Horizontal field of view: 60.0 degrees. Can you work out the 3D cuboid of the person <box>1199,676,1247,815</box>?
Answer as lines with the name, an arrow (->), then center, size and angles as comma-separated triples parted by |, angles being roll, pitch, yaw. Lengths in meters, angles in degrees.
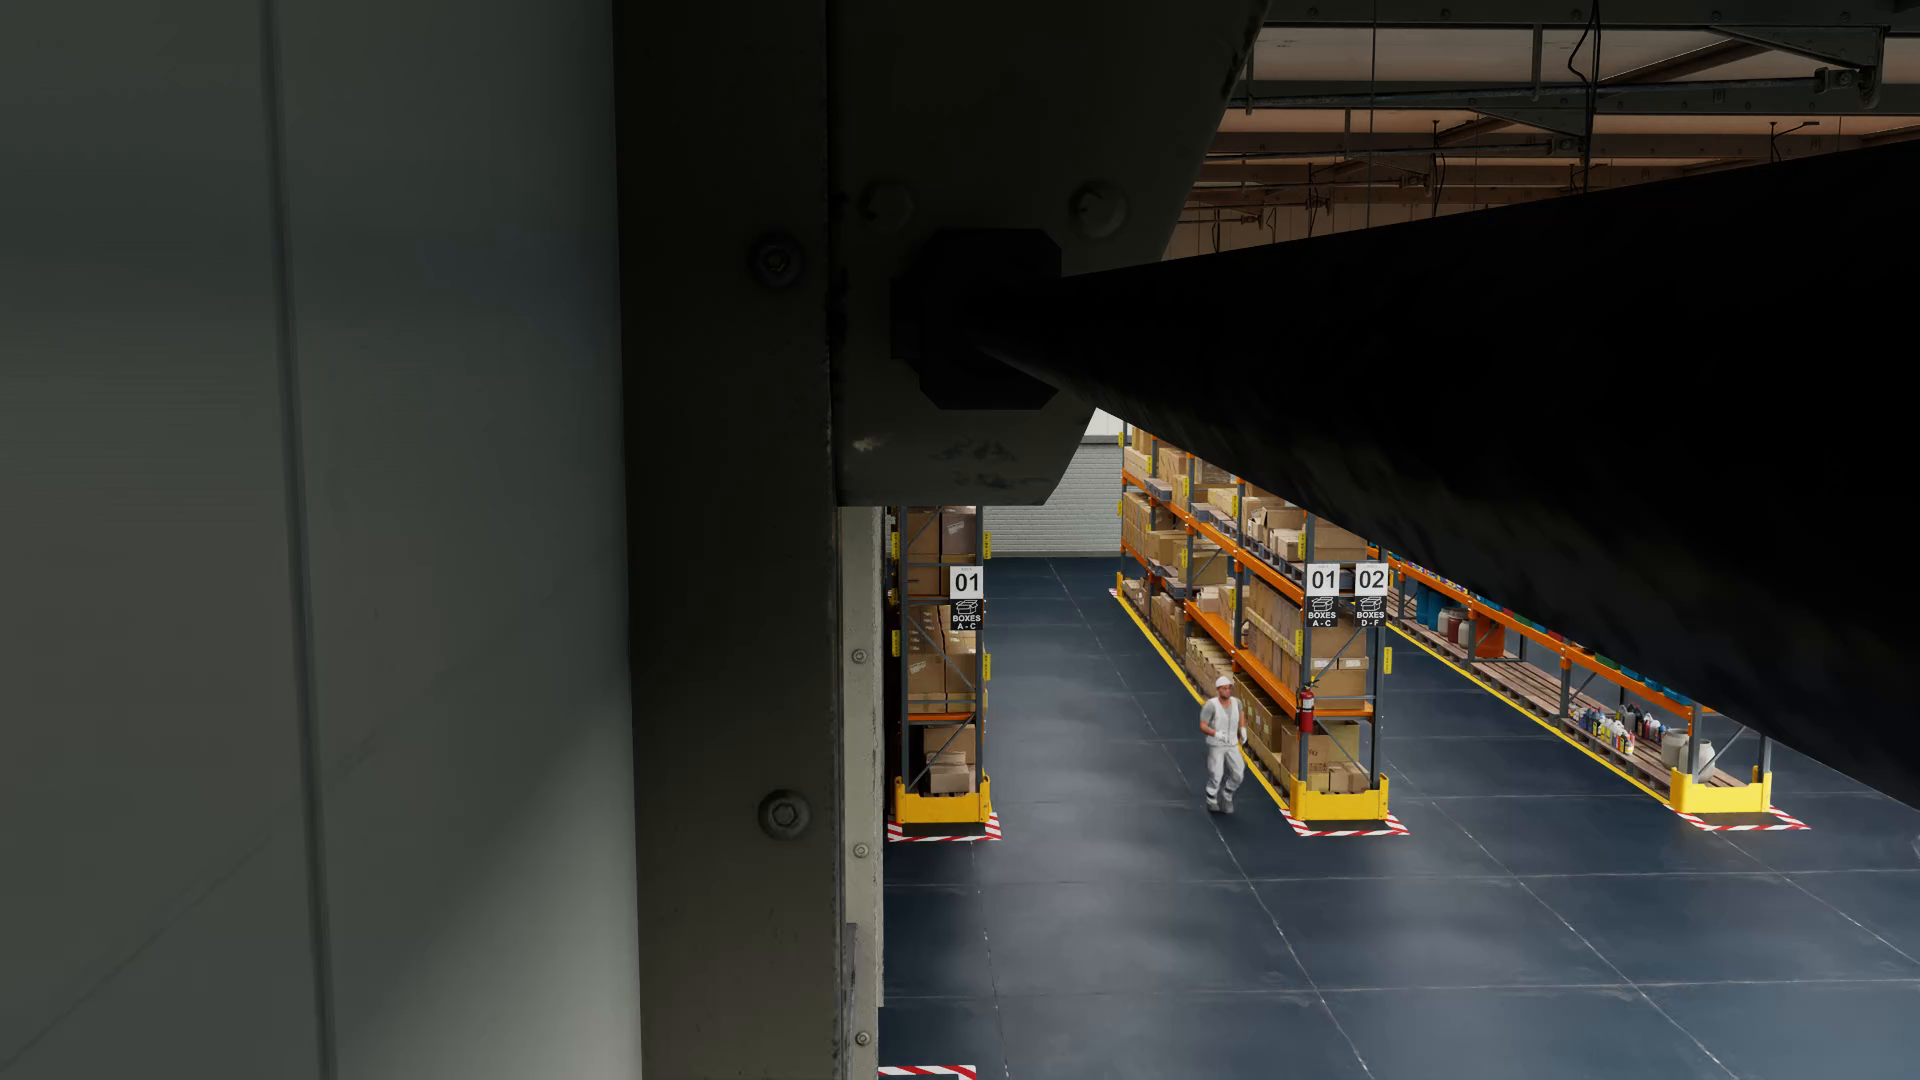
person -> 3.301, 2.570, 20.624 | 0.698, 1.782, 0.663 | -2, 8, -17
